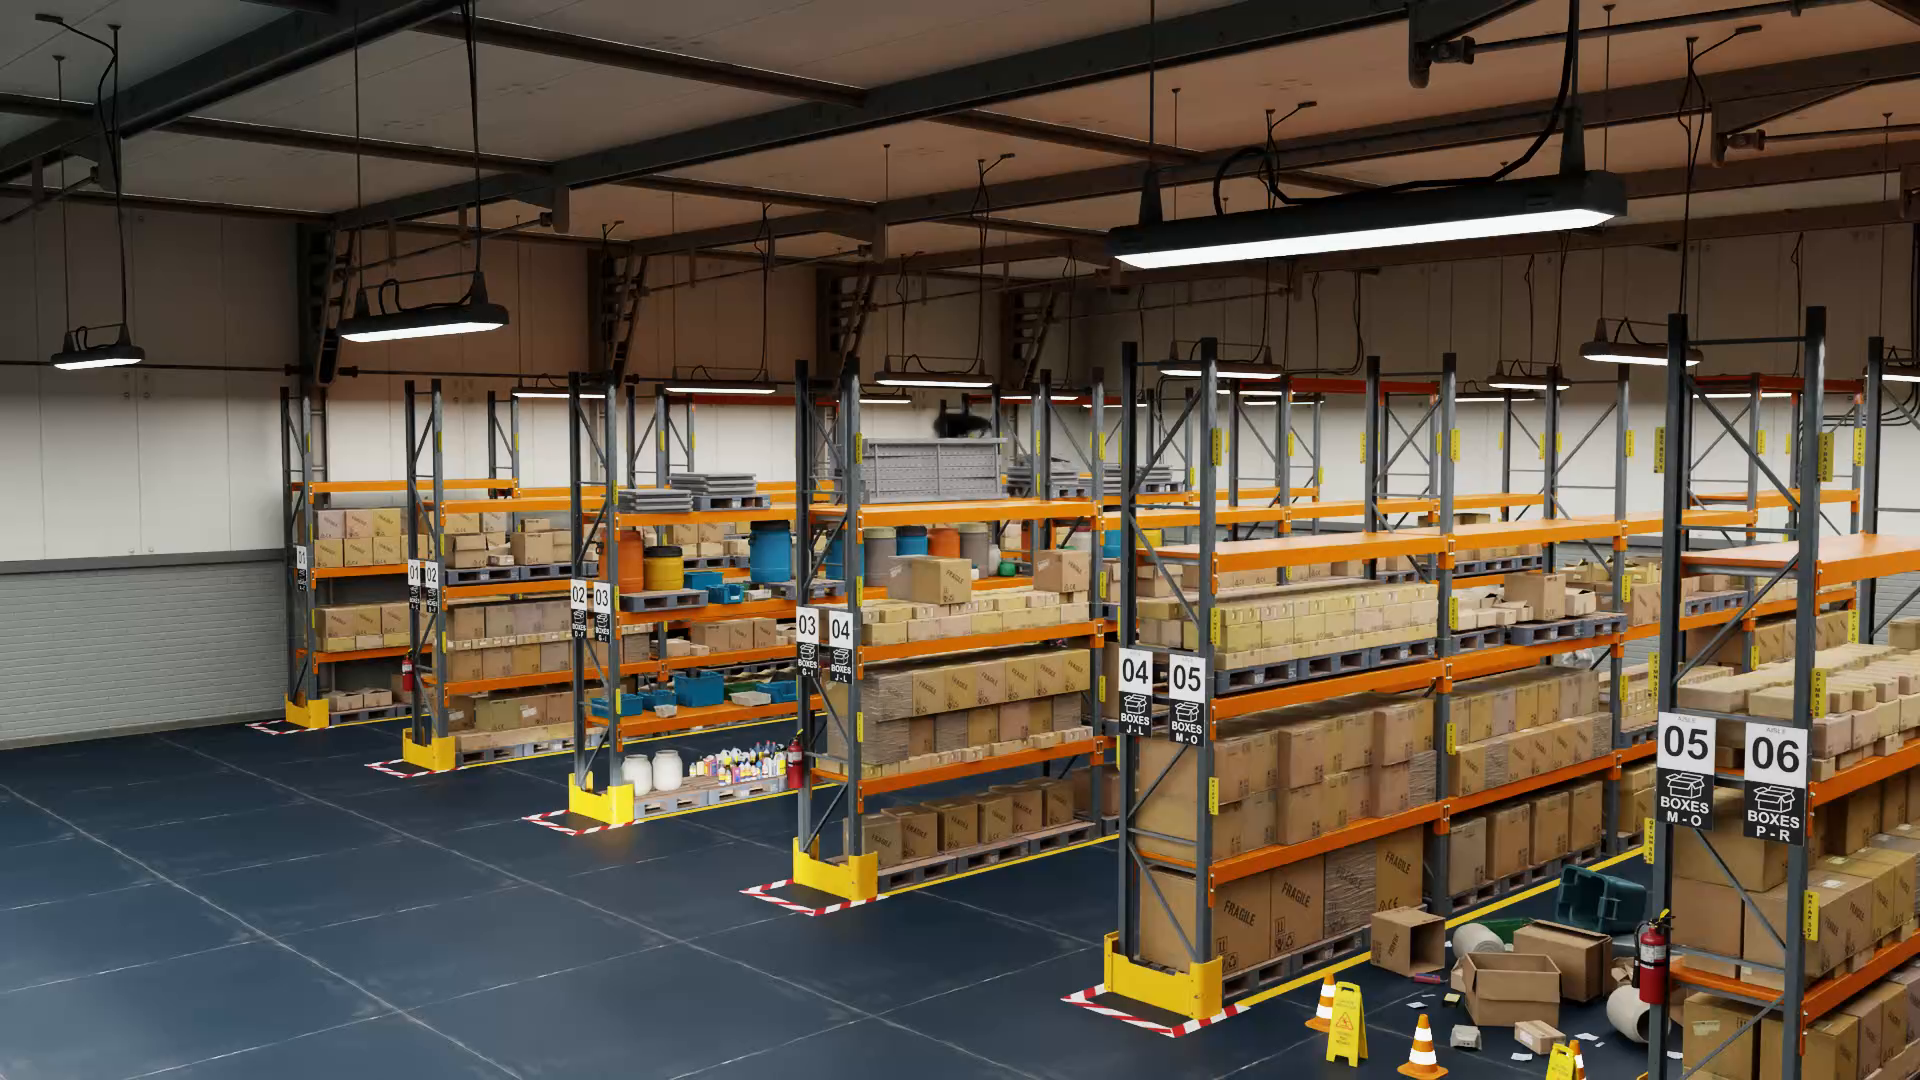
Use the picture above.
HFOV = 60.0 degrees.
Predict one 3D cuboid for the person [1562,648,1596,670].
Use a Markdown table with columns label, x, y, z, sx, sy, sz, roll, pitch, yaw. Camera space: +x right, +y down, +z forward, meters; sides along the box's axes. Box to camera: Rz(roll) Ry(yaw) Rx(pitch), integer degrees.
| label | x | y | z | sx | sy | sz | roll | pitch | yaw |
| --- | --- | --- | --- | --- | --- | --- | --- | --- | --- |
| person | 11.179 | 2.482 | 30.034 | 0.577 | 1.605 | 0.674 | -1 | 4 | -11 |
